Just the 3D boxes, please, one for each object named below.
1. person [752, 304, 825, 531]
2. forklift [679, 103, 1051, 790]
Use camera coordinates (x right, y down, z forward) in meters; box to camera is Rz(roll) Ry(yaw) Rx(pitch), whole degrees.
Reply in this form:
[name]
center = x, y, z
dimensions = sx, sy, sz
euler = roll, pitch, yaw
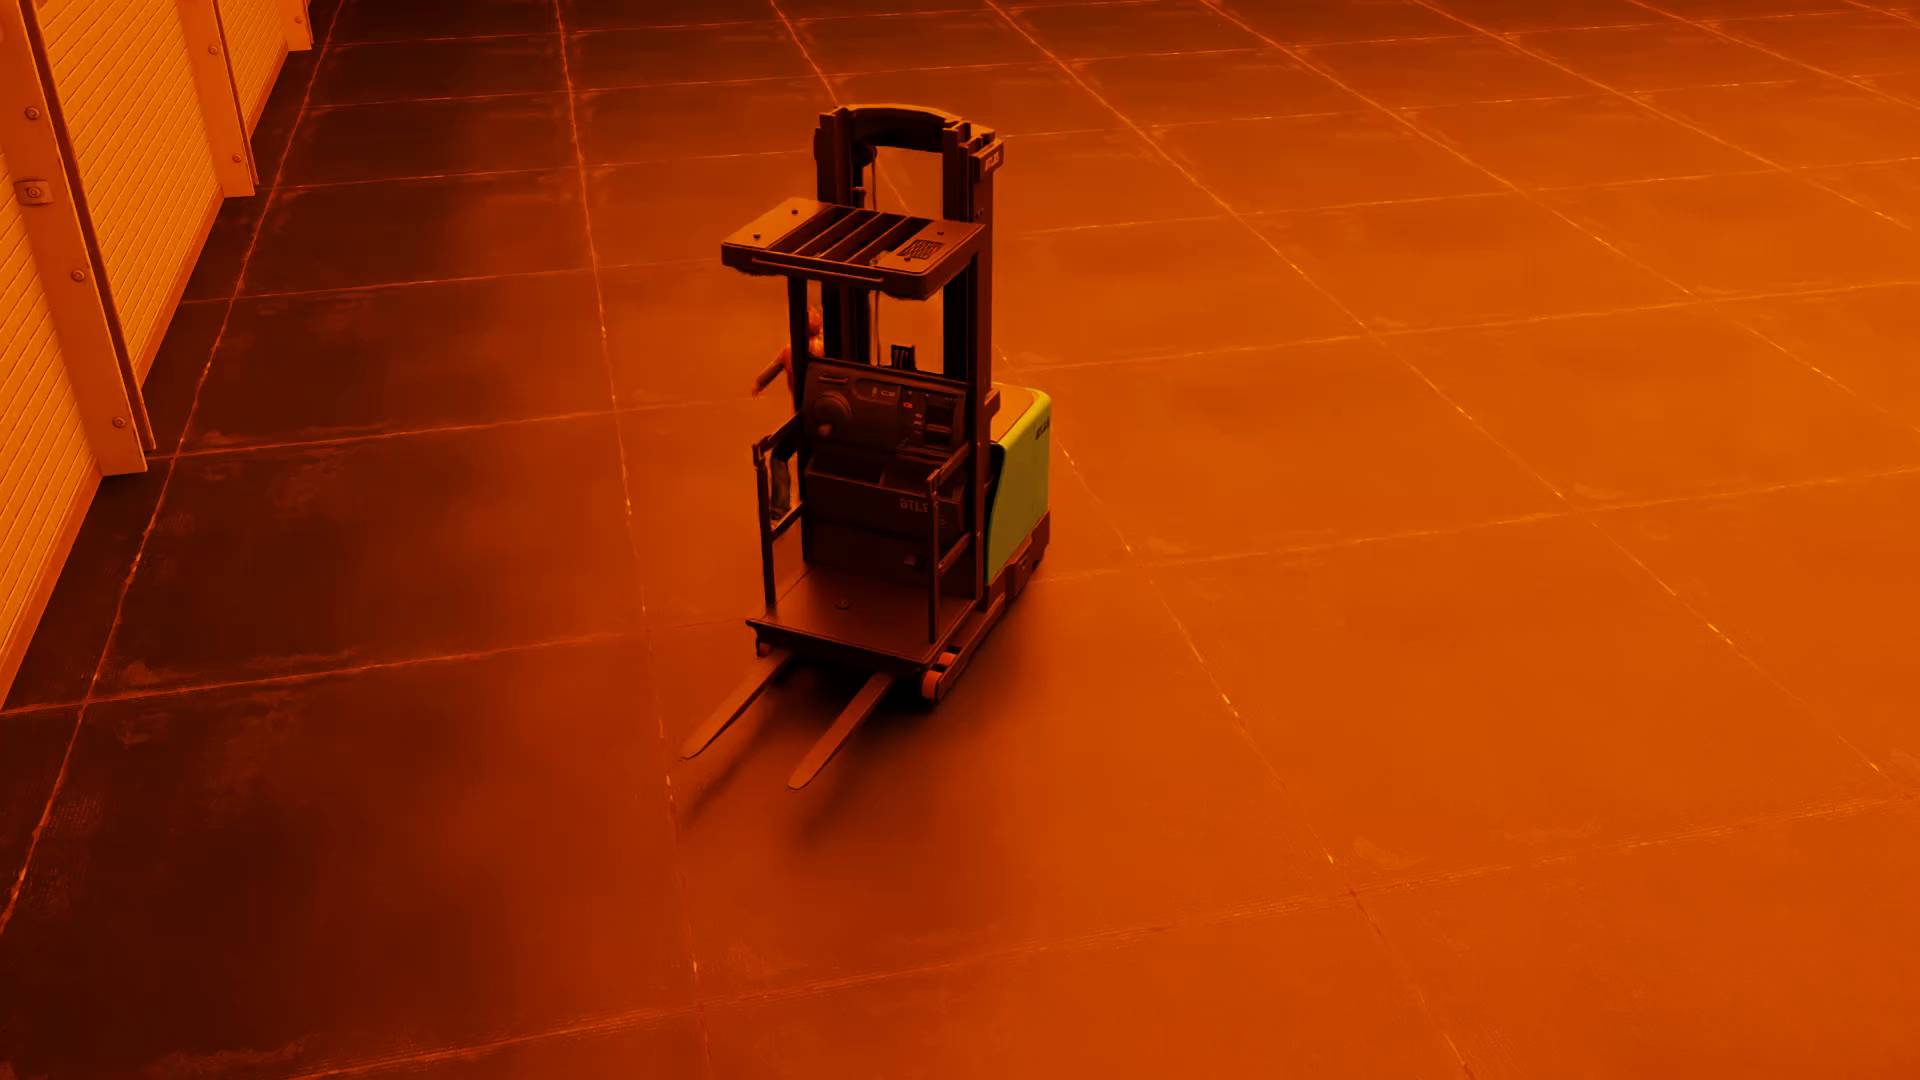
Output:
[person]
center = -0.945, -0.790, 10.451
dimensions = 0.822, 1.484, 0.651
euler = 3, 30, 5
[forklift]
center = -0.488, -0.639, 8.679
dimensions = 1.130, 2.935, 3.031
euler = 12, 32, 20
